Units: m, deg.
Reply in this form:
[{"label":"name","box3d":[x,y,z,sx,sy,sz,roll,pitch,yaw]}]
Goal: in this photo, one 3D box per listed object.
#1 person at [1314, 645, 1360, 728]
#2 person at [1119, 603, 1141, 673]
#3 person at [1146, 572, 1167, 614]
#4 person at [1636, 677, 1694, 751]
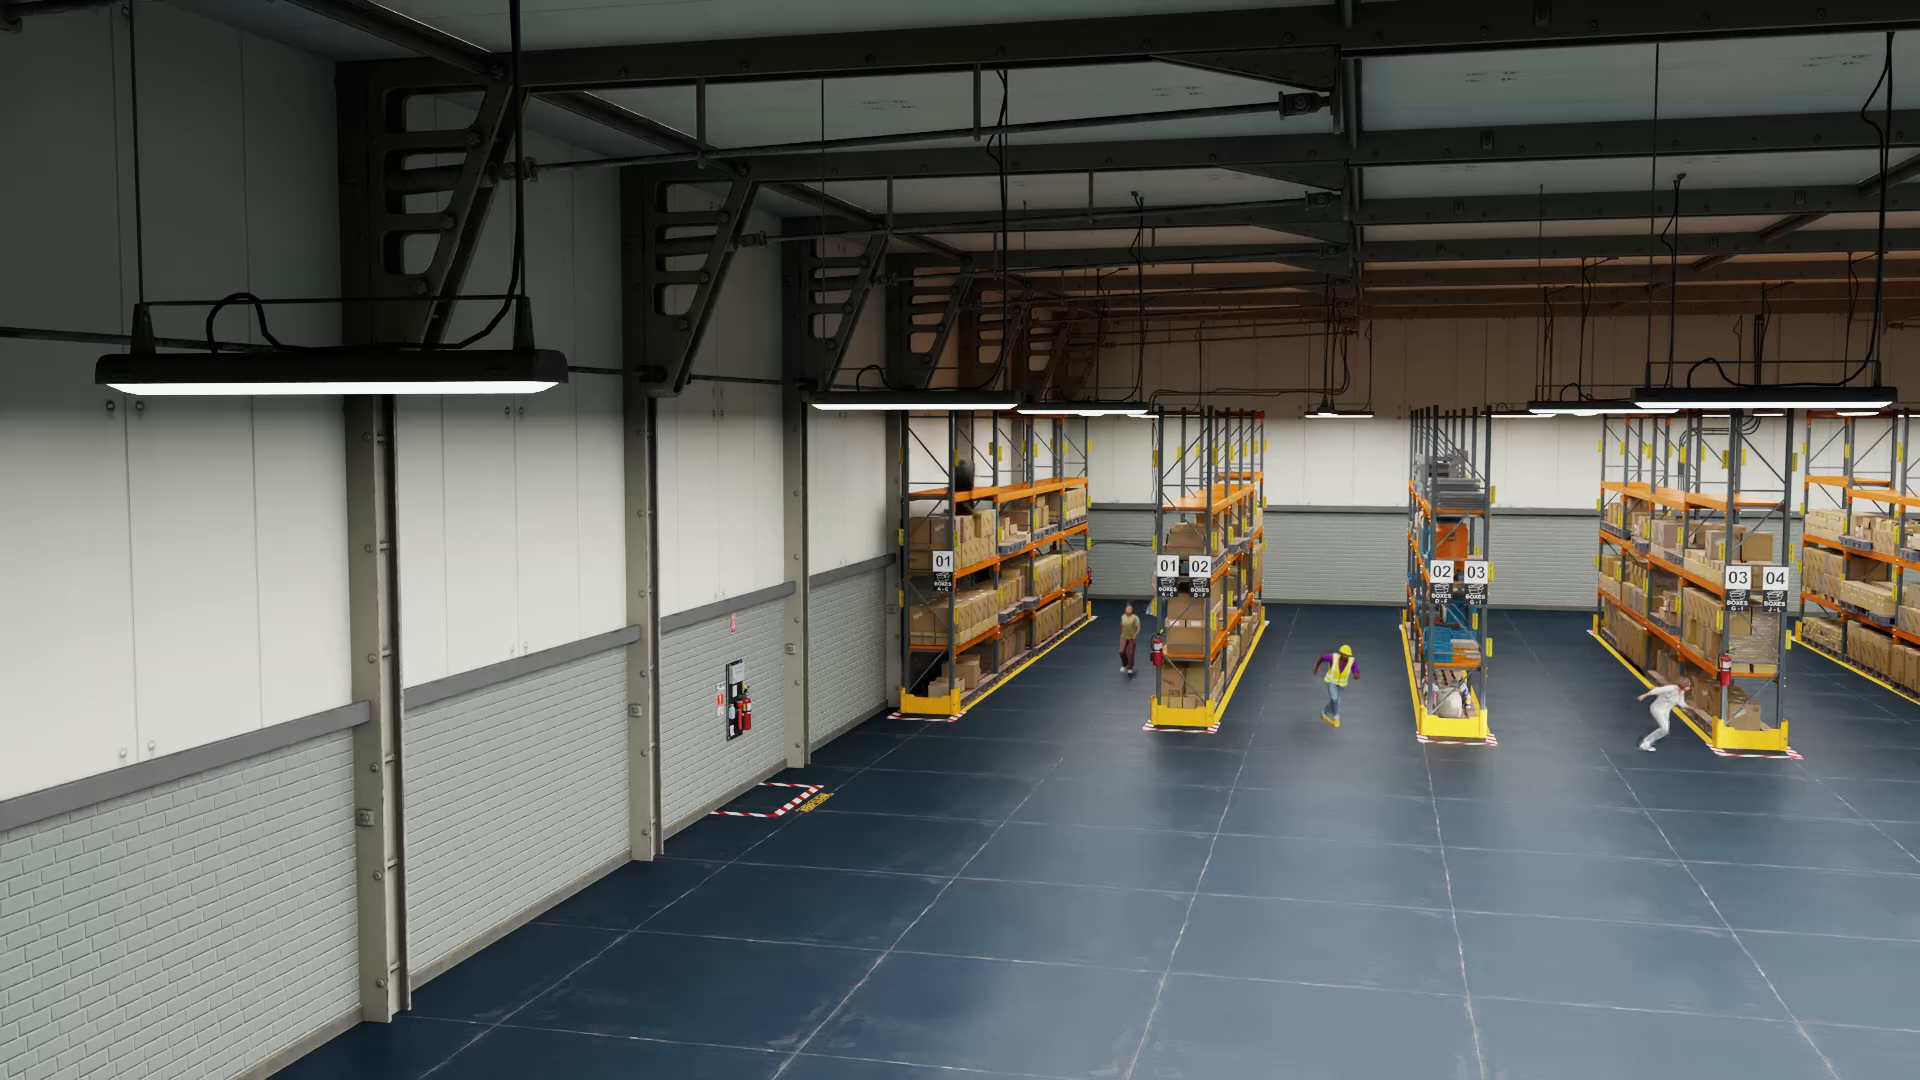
[{"label":"person","box3d":[7.051,2.692,31.056,0.693,1.559,1.115,-1,4,-8]},{"label":"person","box3d":[3.813,2.218,37.399,0.550,1.619,0.738,1,4,18]},{"label":"person","box3d":[5.915,1.437,49.016,0.905,1.553,0.569,2,5,30]},{"label":"person","box3d":[12.139,2.994,28.556,0.584,1.340,0.896,-3,5,-35]}]
